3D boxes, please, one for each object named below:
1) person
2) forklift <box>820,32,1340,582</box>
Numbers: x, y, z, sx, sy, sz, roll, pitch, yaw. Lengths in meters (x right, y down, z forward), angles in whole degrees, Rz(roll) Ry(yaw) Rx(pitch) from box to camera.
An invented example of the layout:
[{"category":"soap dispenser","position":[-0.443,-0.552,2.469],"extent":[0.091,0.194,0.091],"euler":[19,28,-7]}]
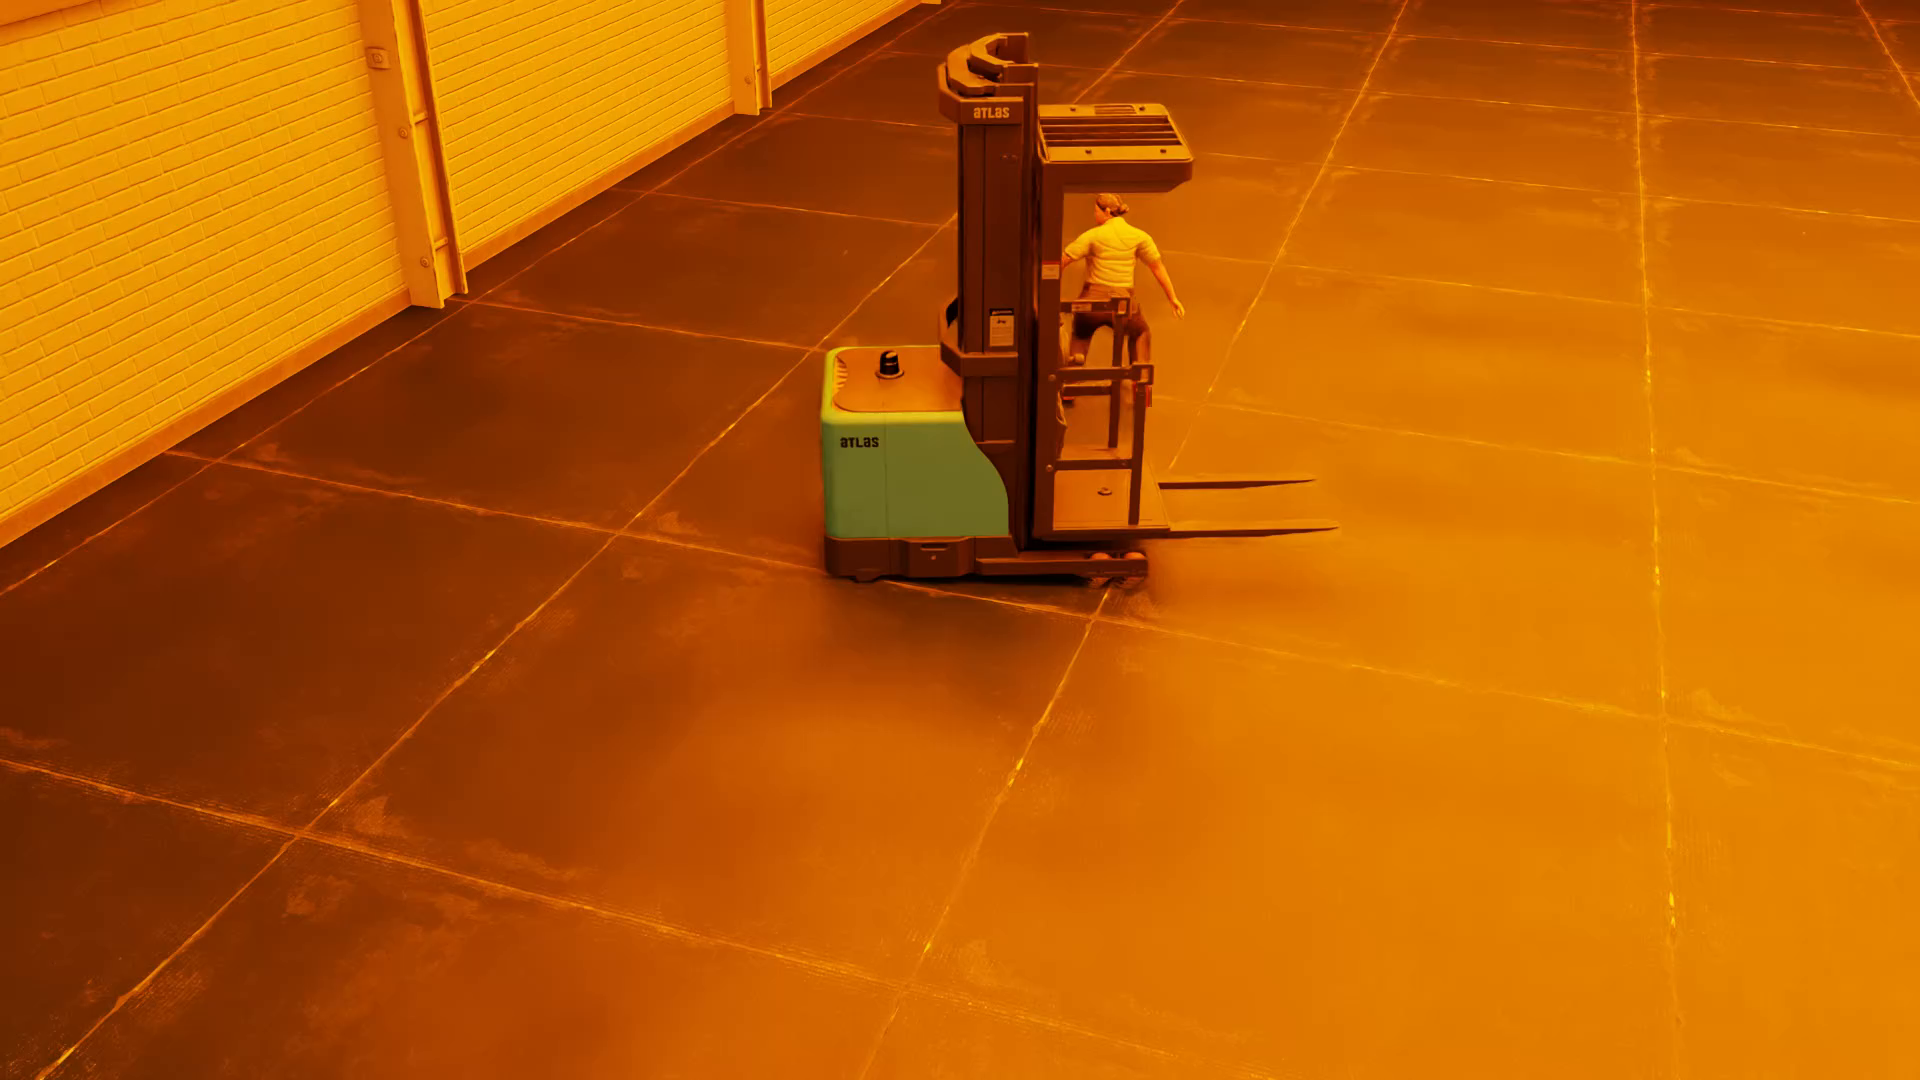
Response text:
[{"category":"person","position":[1.085,-1.628,11.539],"extent":[0.922,1.534,0.483],"euler":[2,30,3]},{"category":"forklift","position":[0.709,-1.292,9.403],"extent":[3.031,2.935,1.130],"euler":[-1,30,-2]}]
